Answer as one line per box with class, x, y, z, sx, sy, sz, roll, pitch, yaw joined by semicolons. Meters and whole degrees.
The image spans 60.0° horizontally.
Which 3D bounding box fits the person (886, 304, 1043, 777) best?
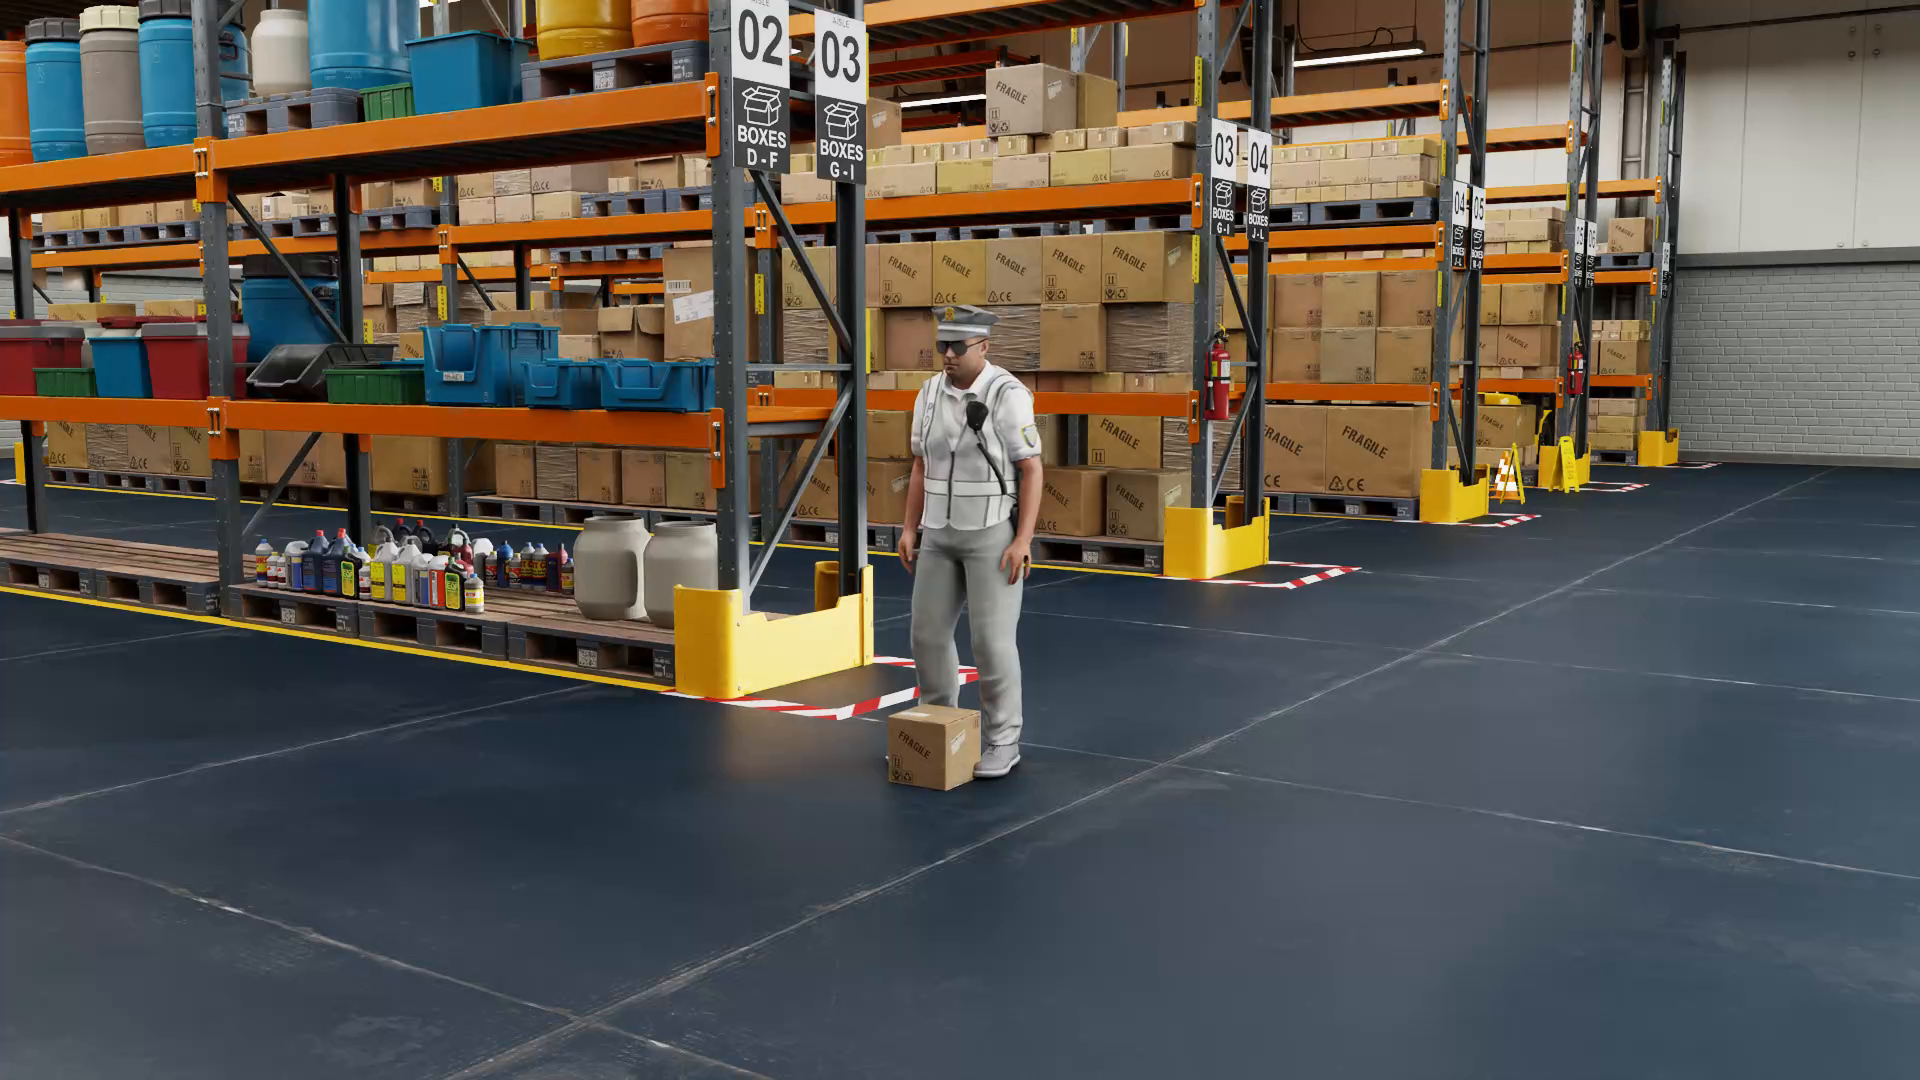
person;0.044;-0.008;6.305;0.587;1.748;0.437;4;8;34
